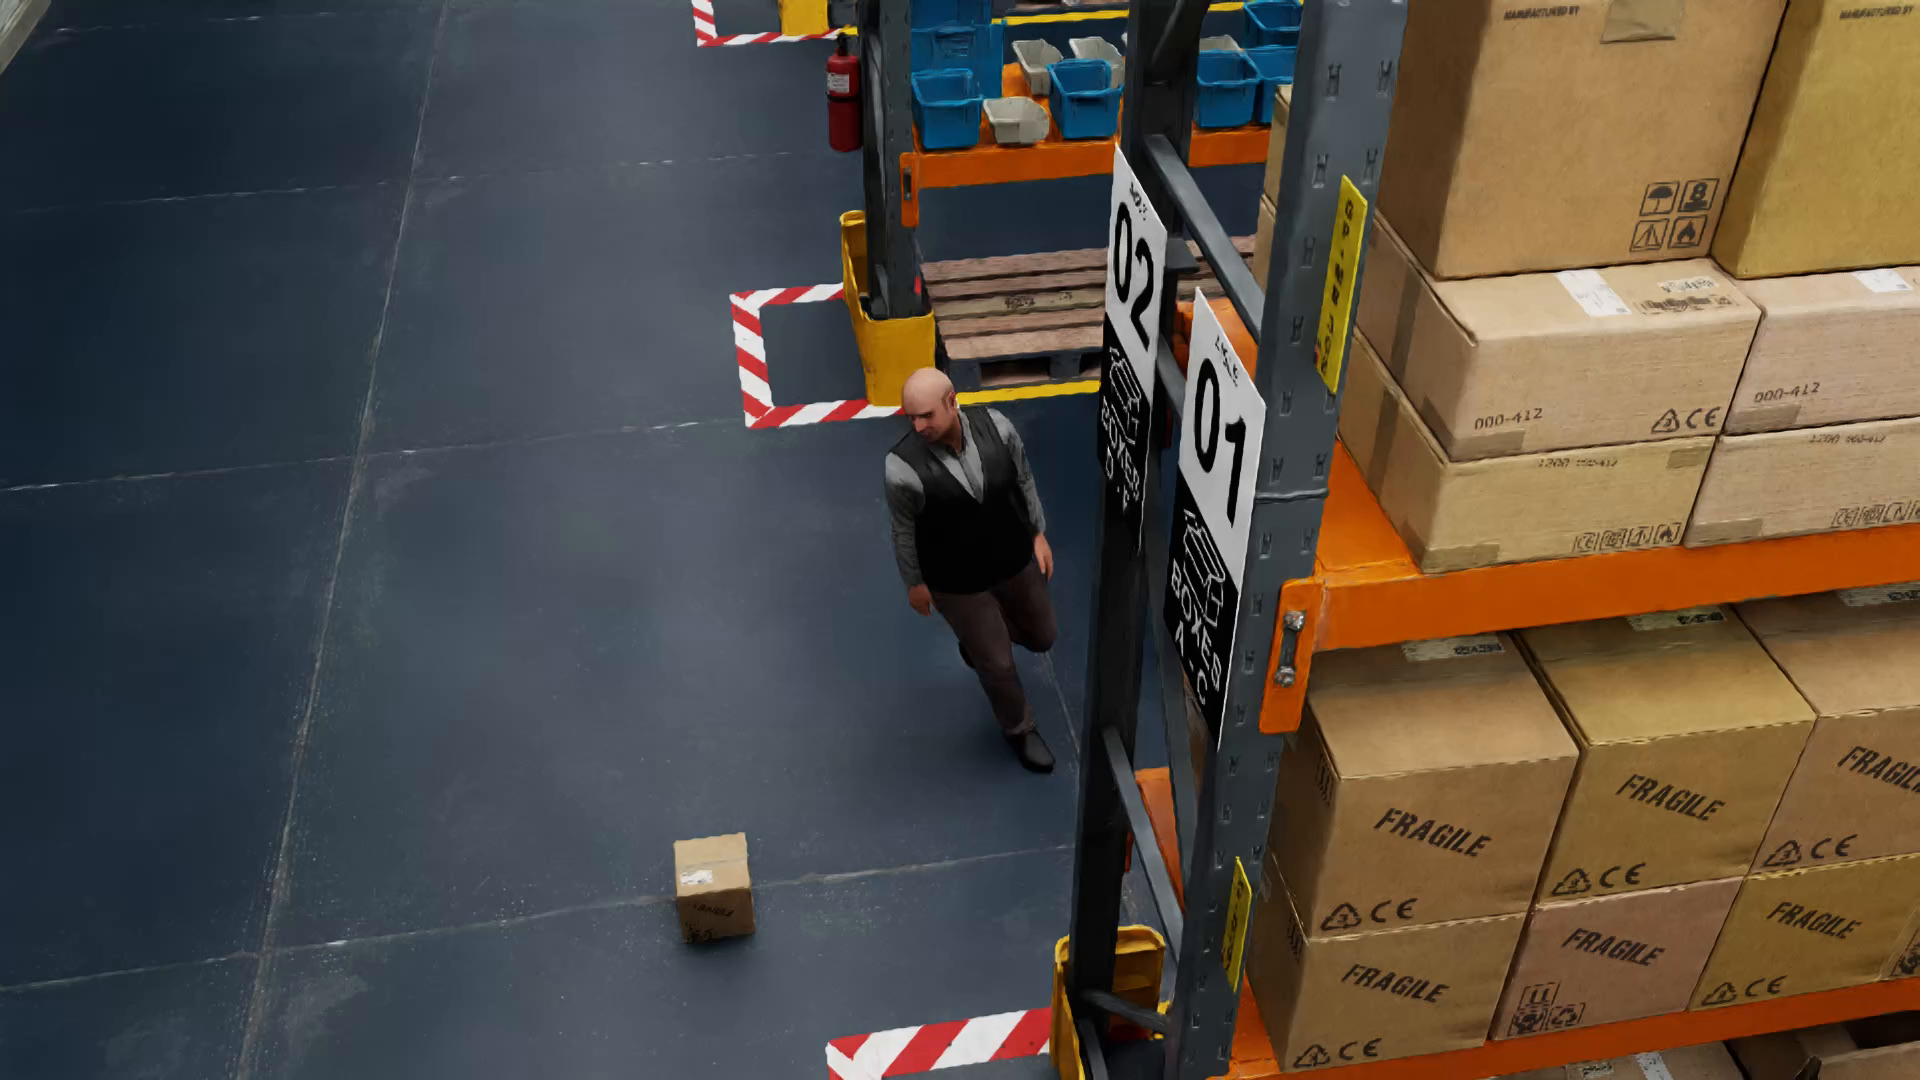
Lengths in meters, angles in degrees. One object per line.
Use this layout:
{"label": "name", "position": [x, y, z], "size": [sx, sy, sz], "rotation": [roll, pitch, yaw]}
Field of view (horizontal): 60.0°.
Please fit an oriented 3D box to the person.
{"label": "person", "position": [0.054, 0.141, 6.117], "size": [0.609, 1.568, 0.731], "rotation": [-20, 43, -24]}
